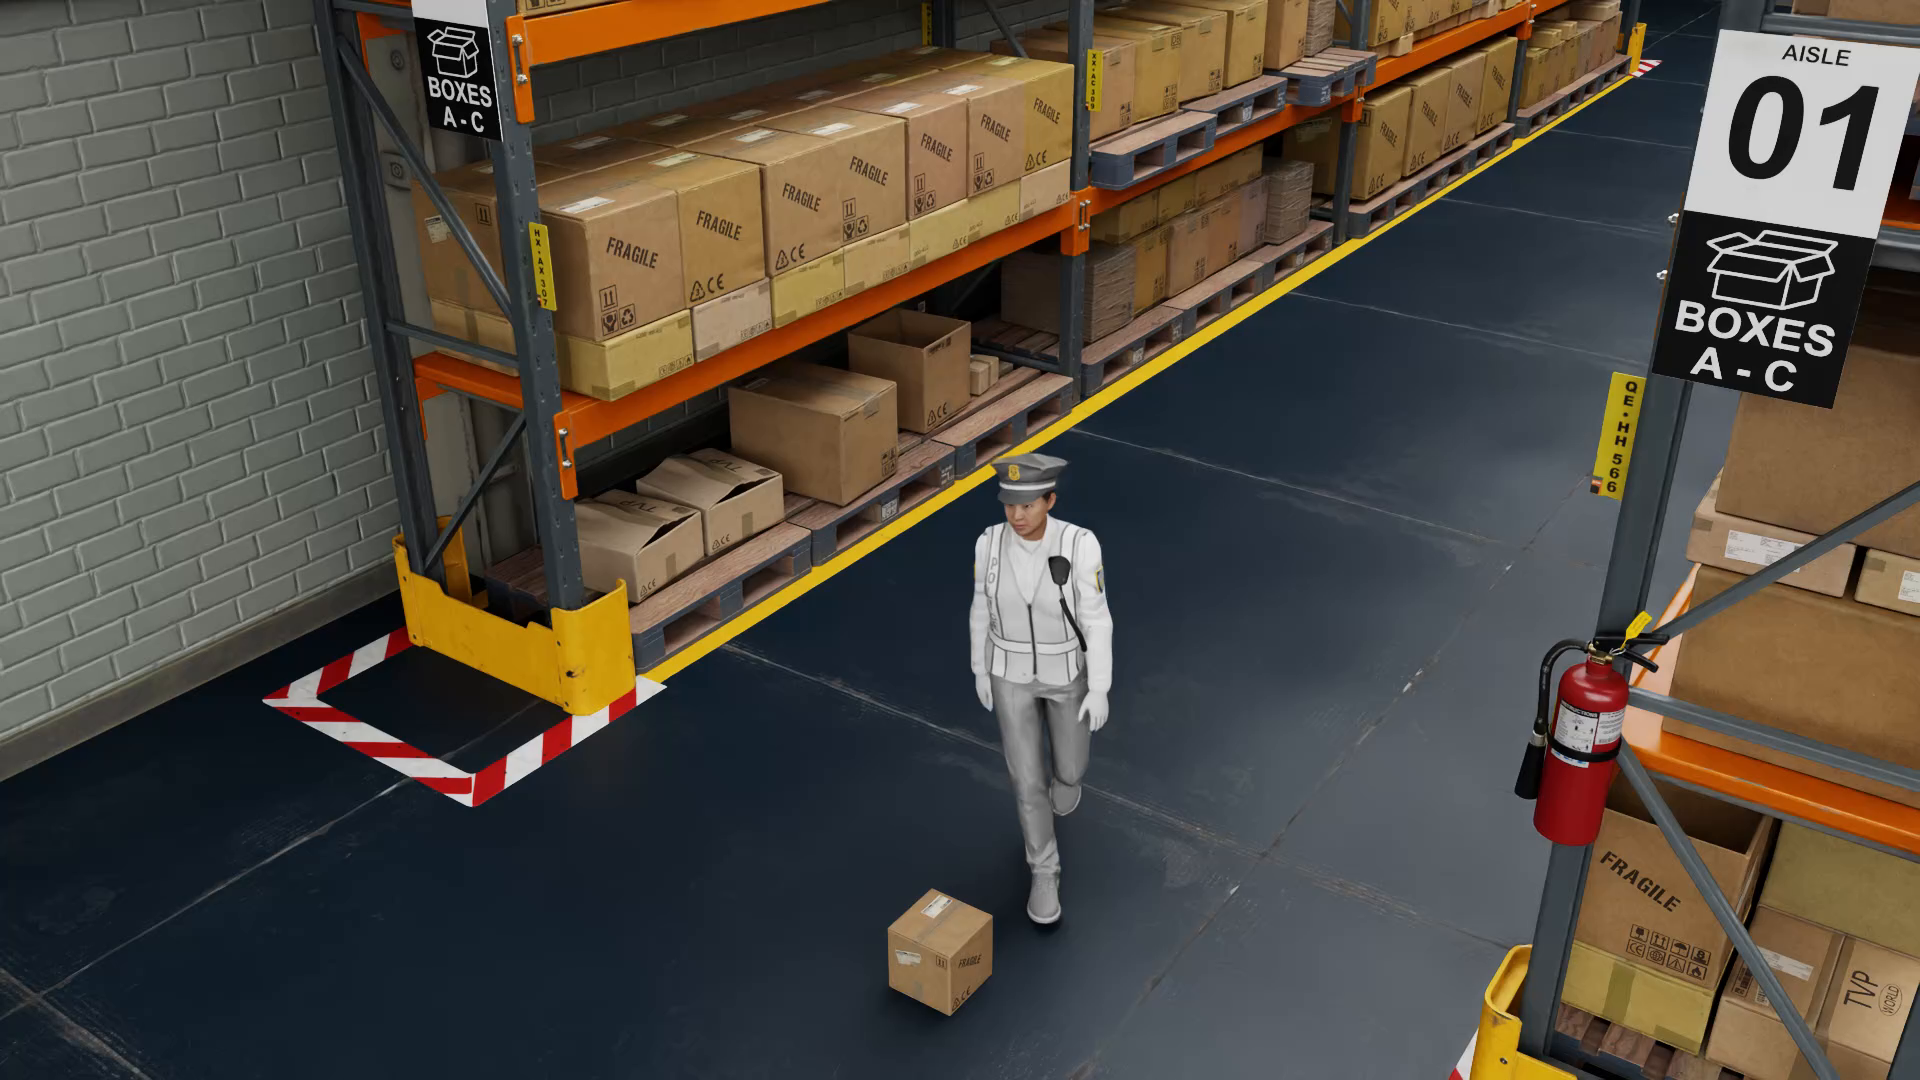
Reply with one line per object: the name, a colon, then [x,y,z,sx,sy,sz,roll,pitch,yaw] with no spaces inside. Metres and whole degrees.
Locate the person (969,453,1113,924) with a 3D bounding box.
person: [0.277,0.440,5.732,0.501,1.657,0.740,3,27,6]
